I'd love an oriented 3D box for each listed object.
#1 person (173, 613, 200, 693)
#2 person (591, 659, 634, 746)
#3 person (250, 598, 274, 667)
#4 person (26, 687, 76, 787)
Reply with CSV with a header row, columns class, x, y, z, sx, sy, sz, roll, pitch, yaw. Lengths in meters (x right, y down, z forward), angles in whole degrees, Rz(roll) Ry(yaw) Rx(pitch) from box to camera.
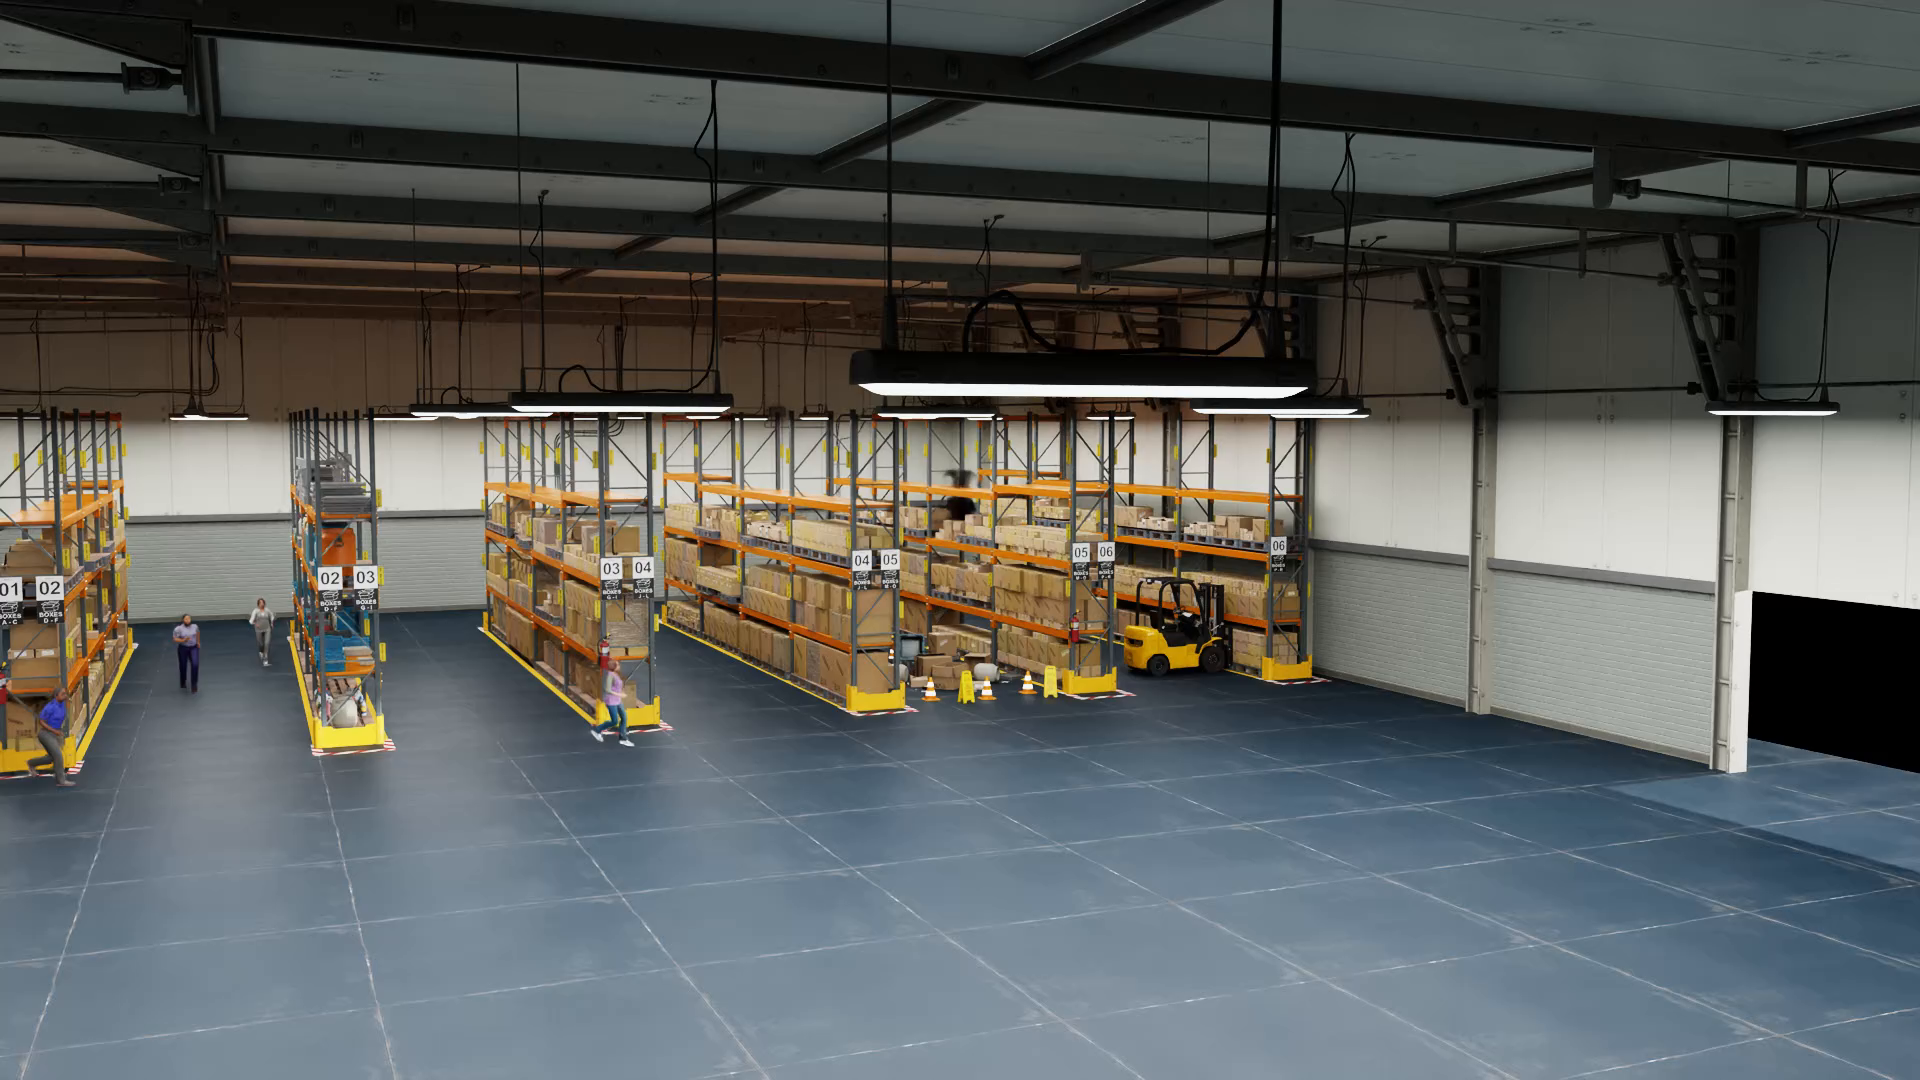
class,x,y,z,sx,sy,sz,roll,pitch,yaw
person,-16.516,2.460,35.538,0.551,1.612,0.842,-2,5,-31
person,-6.179,2.896,29.454,0.762,1.582,0.579,0,4,2
person,-16.548,2.176,39.455,0.547,1.594,0.833,-2,4,-26
person,-14.367,3.098,26.135,0.772,1.609,0.565,0,4,6
